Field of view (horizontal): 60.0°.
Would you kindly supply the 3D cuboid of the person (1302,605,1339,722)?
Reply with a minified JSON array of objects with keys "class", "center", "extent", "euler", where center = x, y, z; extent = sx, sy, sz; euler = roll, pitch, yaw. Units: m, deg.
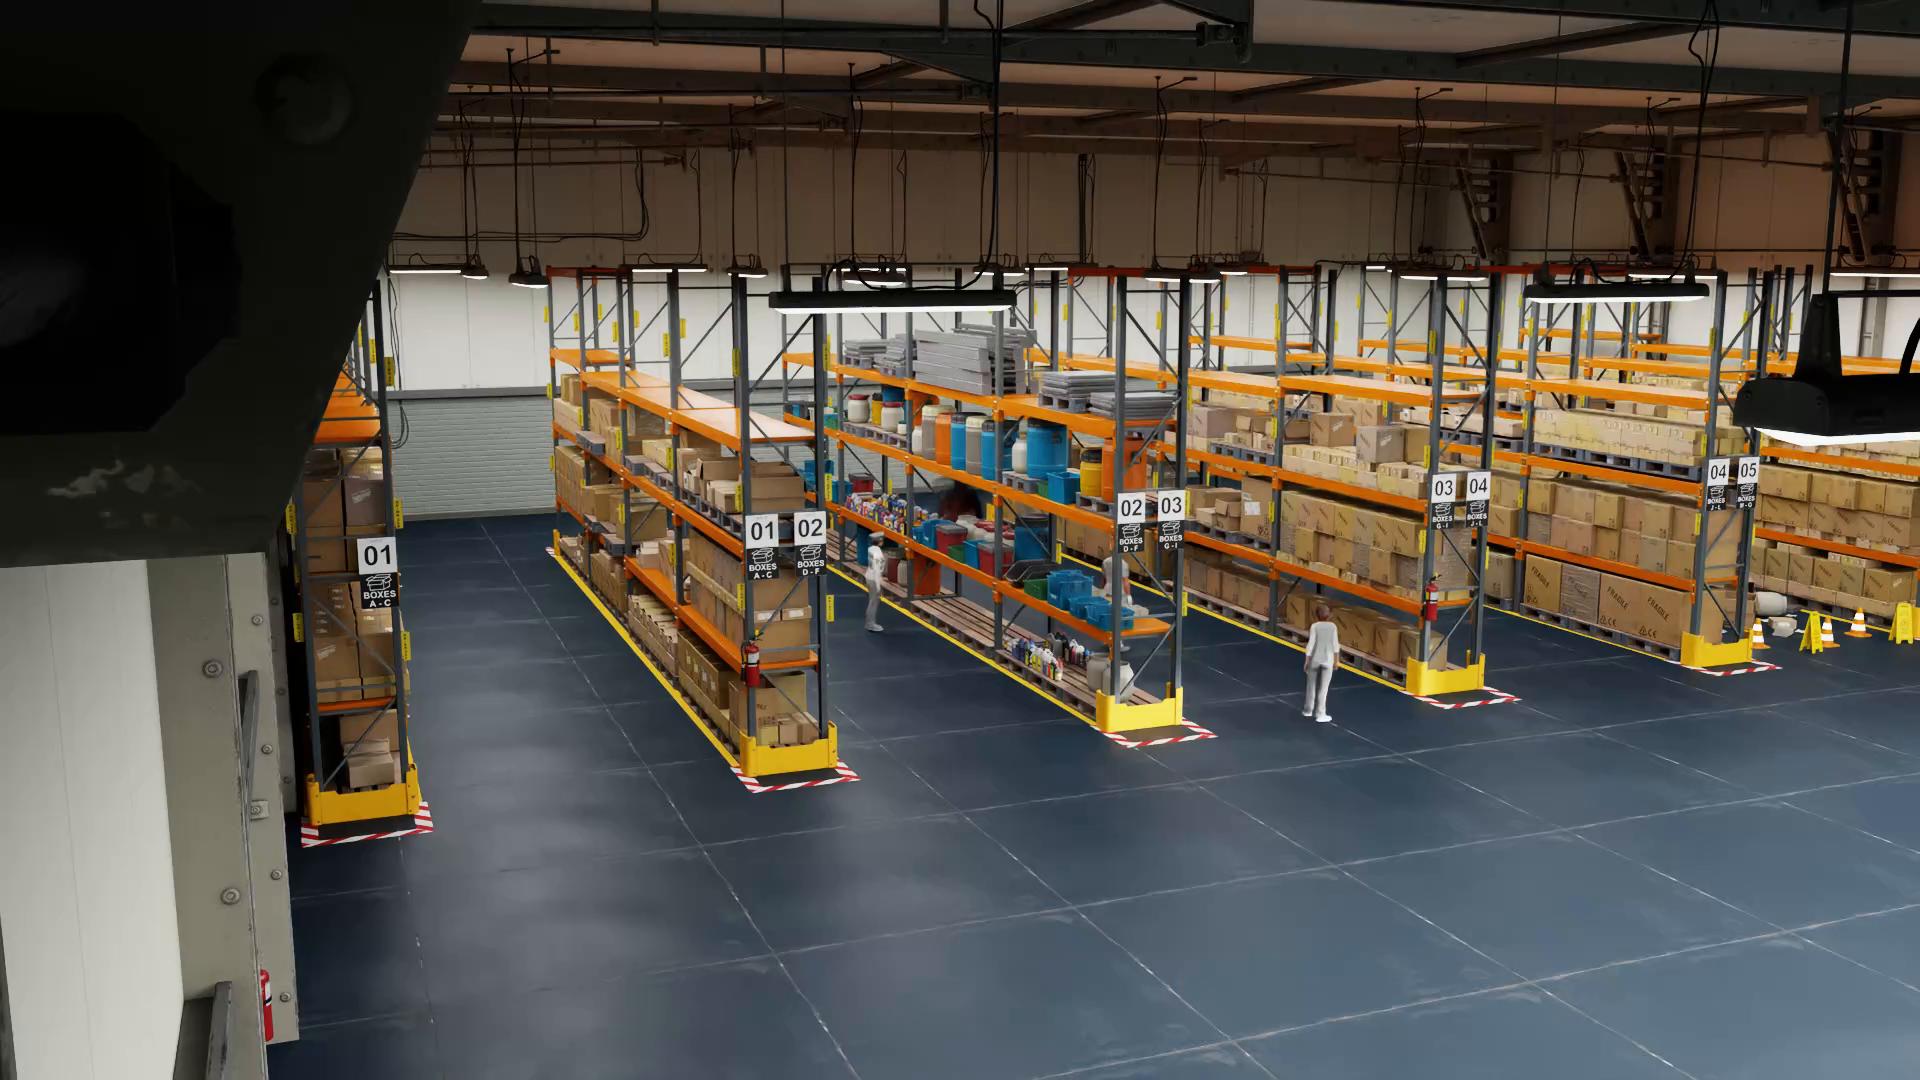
[{"class":"person","center":[4.907,1.657,22.598],"extent":[0.465,1.595,0.510],"euler":[3,10,14]}]

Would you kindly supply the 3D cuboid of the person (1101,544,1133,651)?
[{"class":"person","center":[2.511,0.894,26.425],"extent":[0.361,1.814,0.616],"euler":[-8,13,-39]}]

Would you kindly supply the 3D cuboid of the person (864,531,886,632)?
[{"class":"person","center":[-1.421,0.692,27.844],"extent":[0.357,1.676,0.523],"euler":[-1,10,-5]}]
